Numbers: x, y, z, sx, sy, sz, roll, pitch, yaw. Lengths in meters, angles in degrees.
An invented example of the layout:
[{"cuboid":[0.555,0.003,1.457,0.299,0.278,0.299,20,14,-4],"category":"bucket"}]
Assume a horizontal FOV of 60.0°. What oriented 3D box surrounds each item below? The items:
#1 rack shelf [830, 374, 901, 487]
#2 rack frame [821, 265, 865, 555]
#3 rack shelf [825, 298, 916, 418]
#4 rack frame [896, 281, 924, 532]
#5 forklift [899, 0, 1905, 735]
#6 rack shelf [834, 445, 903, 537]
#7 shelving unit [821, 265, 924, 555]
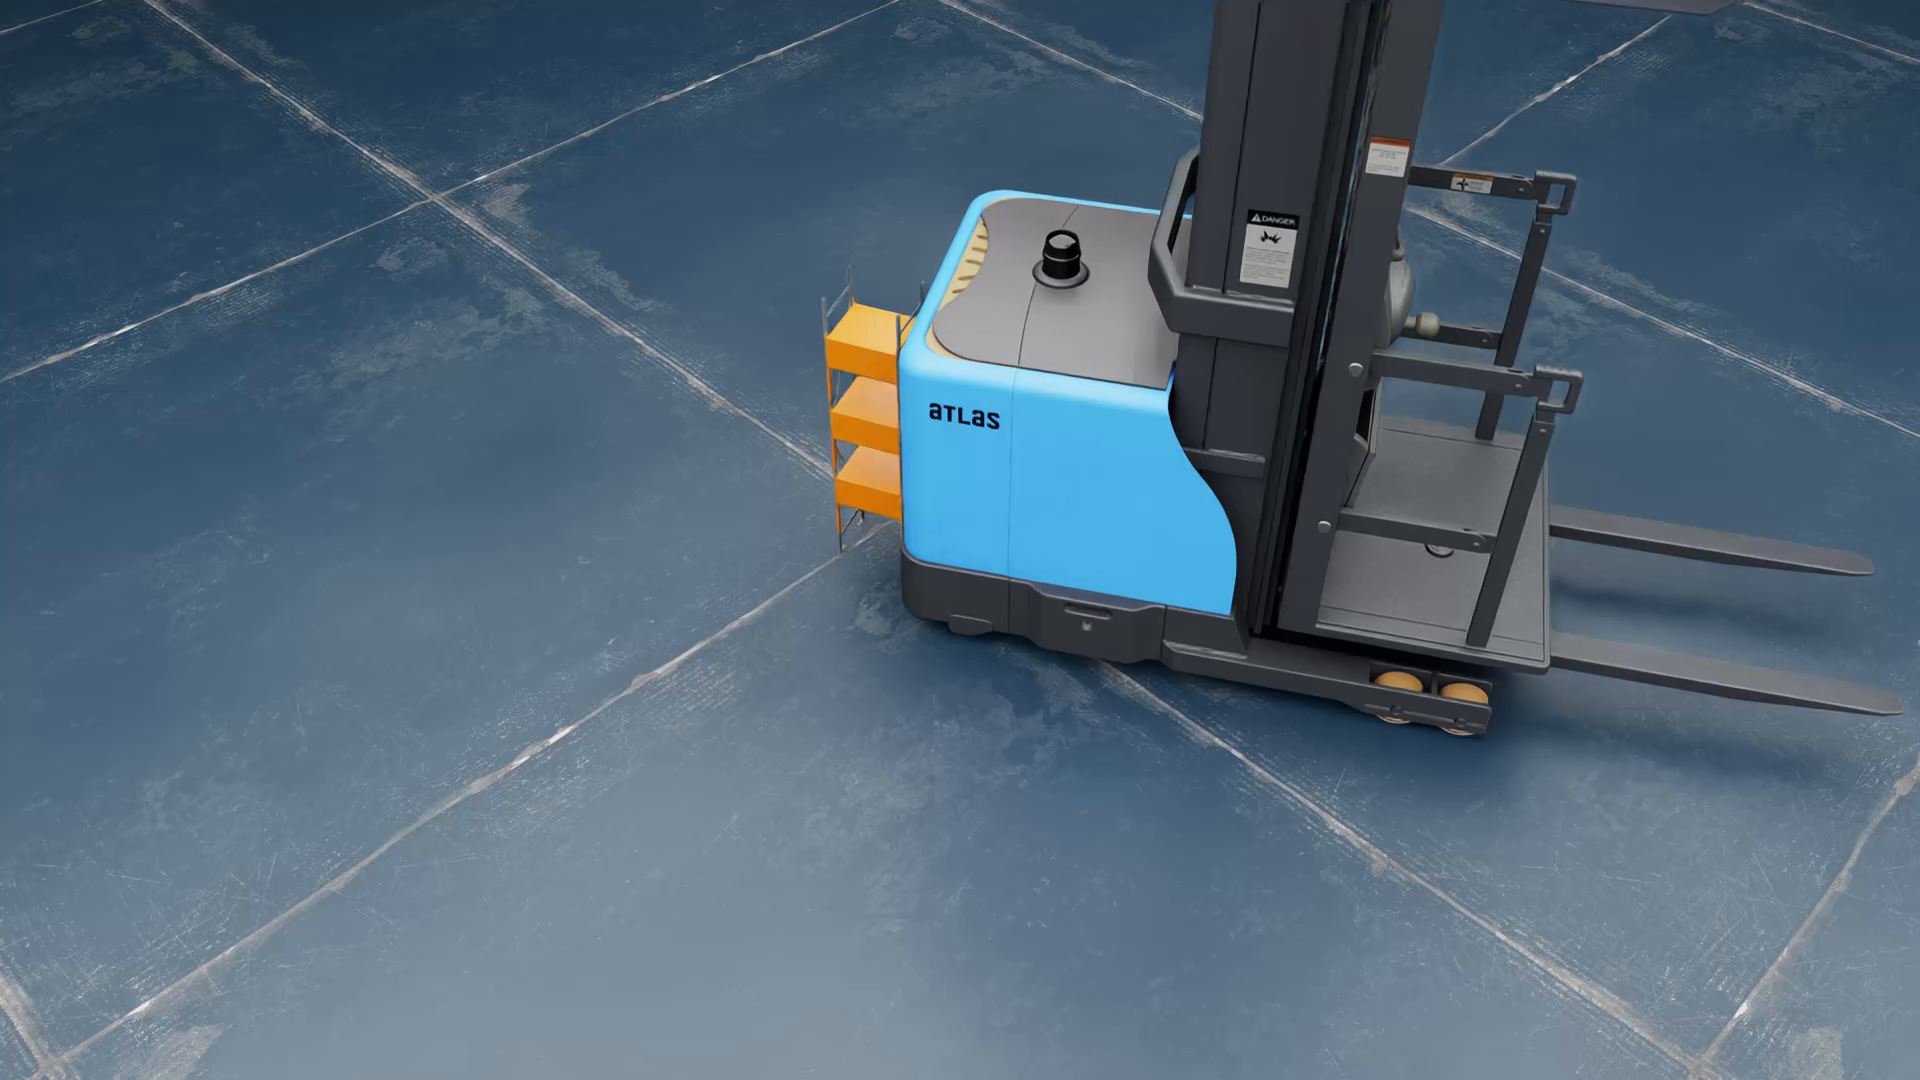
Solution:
[{"cuboid":[-0.263,-0.360,5.382,0.240,0.259,0.215,15,45,16],"category":"rack shelf"},{"cuboid":[-0.376,-0.399,5.408,0.008,1.050,0.200,15,45,16],"category":"rack frame"},{"cuboid":[-0.263,-0.568,5.189,0.240,0.259,0.215,15,45,16],"category":"rack shelf"},{"cuboid":[-0.150,-0.337,5.341,0.008,1.050,0.200,15,45,16],"category":"rack frame"},{"cuboid":[1.384,-0.878,4.541,3.031,2.935,1.130,10,44,10],"category":"forklift"},{"cuboid":[-0.263,-0.156,5.570,0.240,0.259,0.215,15,45,16],"category":"rack shelf"},{"cuboid":[-0.263,-0.368,5.374,0.252,1.050,0.215,15,45,16],"category":"shelving unit"}]
